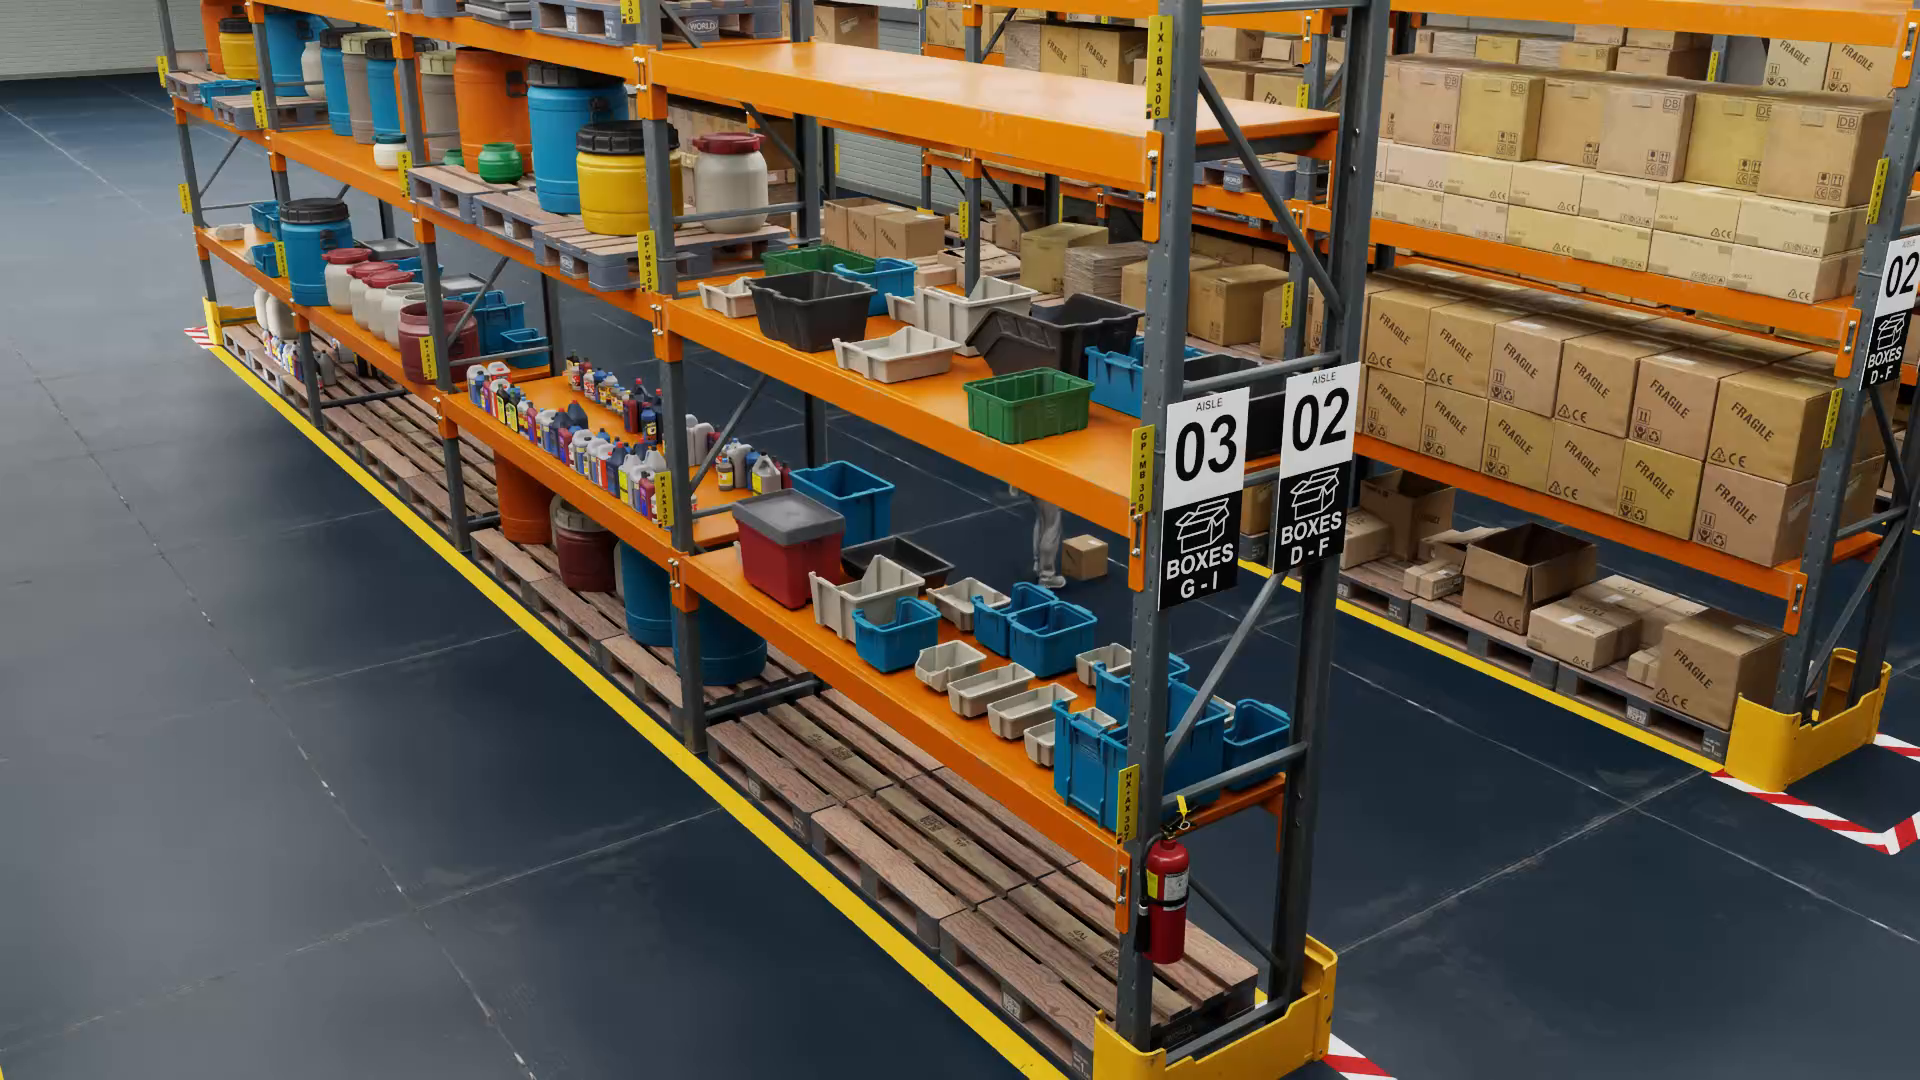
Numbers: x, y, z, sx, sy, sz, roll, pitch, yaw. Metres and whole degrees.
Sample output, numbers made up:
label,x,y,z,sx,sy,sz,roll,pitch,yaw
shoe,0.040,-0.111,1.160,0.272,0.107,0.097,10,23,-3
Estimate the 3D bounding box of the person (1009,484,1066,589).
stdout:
label,x,y,z,sx,sy,sz,roll,pitch,yaw
person,0.592,-0.420,12.171,0.472,1.747,0.528,-18,28,-38
